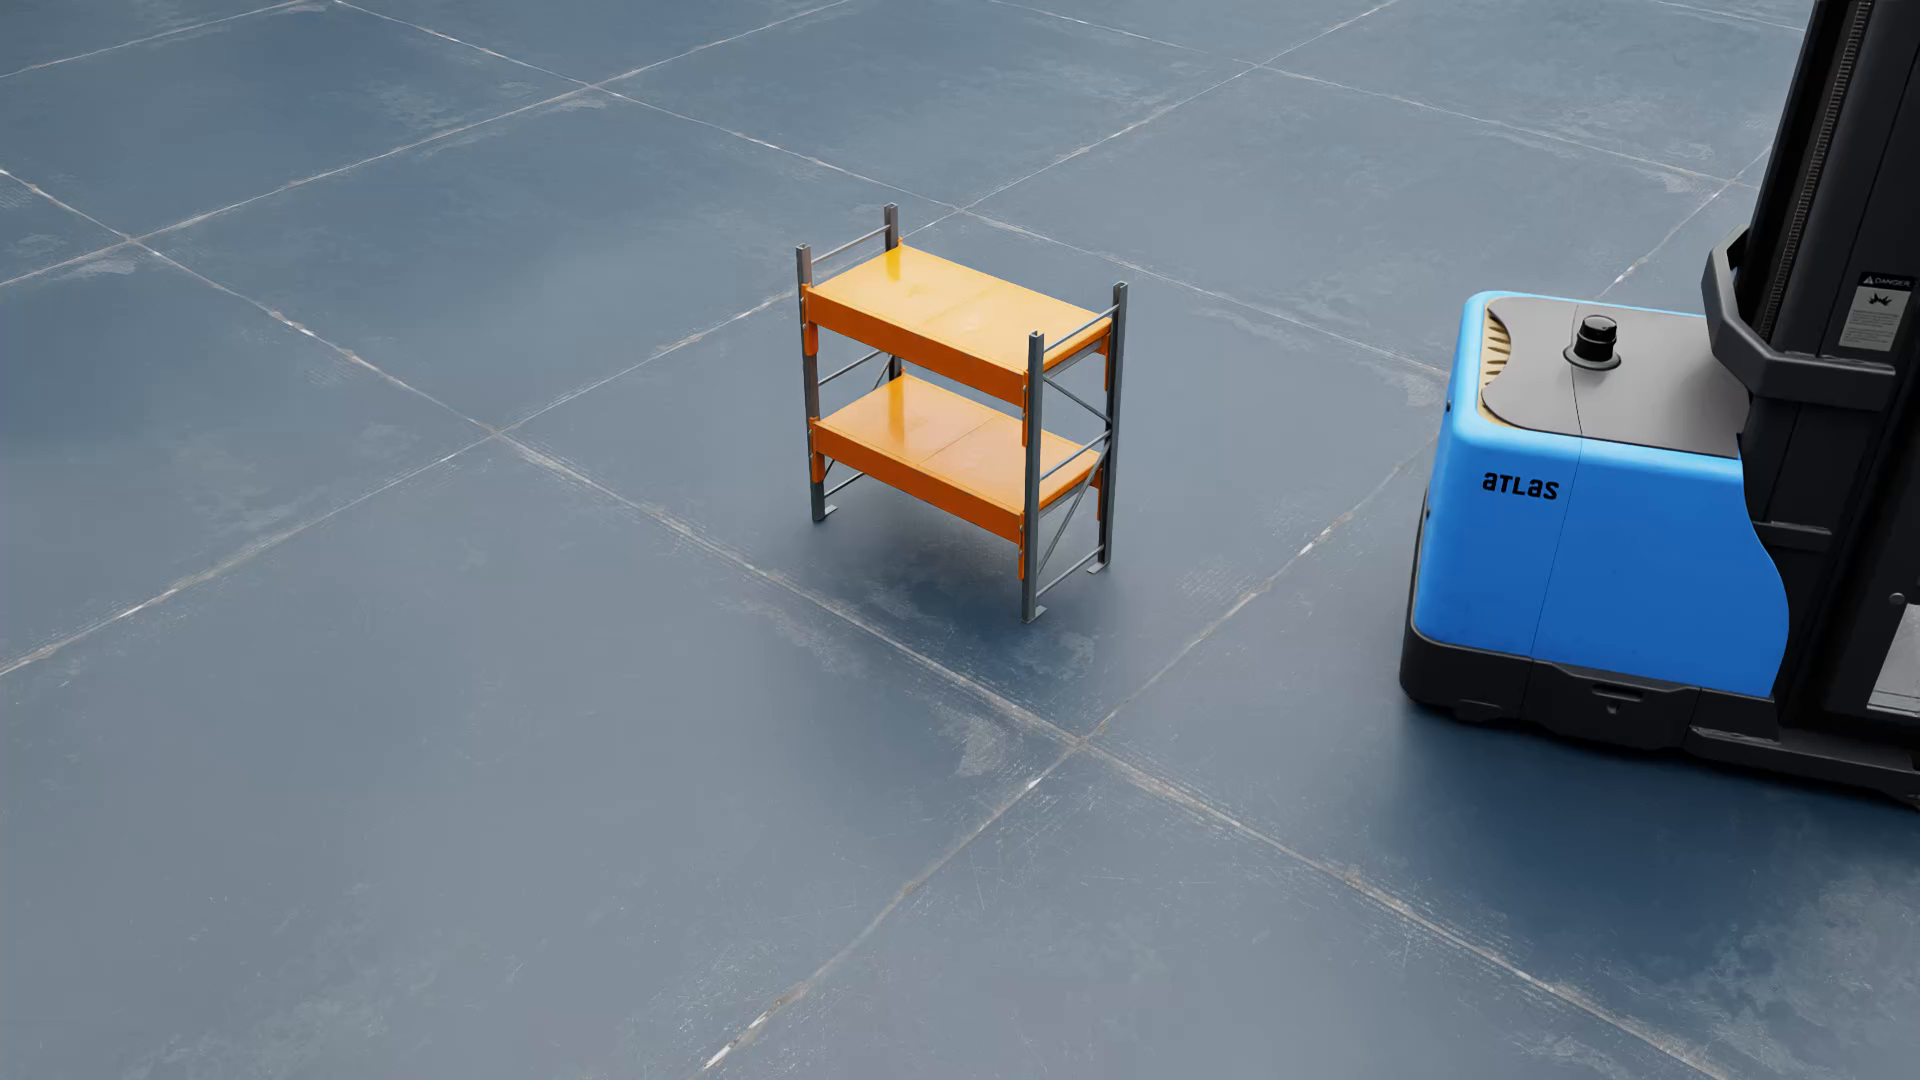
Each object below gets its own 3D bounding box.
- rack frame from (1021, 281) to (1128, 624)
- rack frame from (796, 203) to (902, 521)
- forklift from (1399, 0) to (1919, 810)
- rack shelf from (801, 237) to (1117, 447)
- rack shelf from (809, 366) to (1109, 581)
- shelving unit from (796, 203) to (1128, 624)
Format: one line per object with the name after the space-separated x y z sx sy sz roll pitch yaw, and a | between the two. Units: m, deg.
0.385 -0.282 5.667 0.032 1.125 0.500 25 42 32 | rack frame
-0.396 -0.650 6.203 0.032 1.125 0.500 25 42 32 | rack frame
3.014 -0.679 4.650 3.031 2.935 1.130 10 36 14 | forklift
-0.005 -0.707 5.769 1.000 0.278 0.538 25 42 32 | rack shelf
-0.005 -0.265 6.074 1.000 0.278 0.538 25 42 32 | rack shelf
-0.005 -0.466 5.935 1.048 1.125 0.538 25 42 32 | shelving unit
